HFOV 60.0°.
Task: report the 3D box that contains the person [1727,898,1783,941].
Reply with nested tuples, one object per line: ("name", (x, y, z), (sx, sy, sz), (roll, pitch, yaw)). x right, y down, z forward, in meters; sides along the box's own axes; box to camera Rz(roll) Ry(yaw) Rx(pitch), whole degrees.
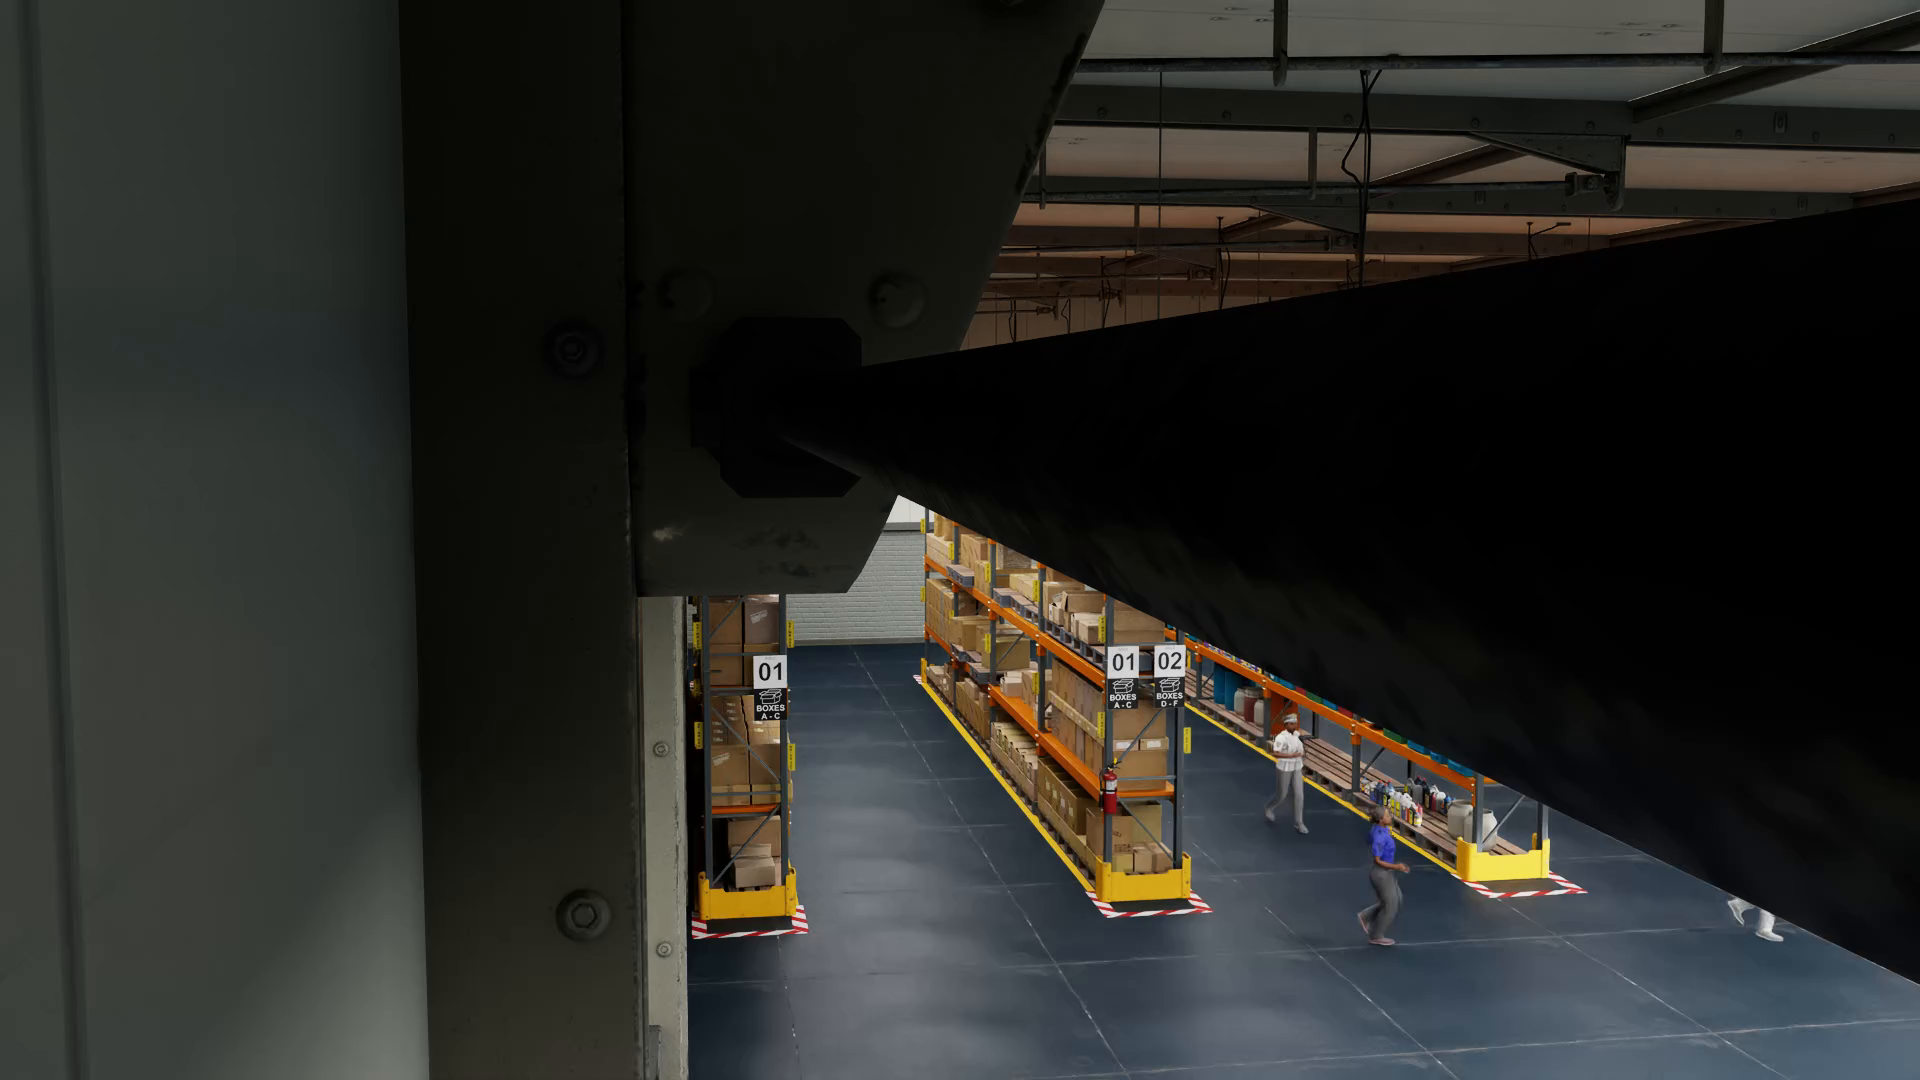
("person", (9.300, 3.822, 19.396), (0.612, 1.650, 0.602), (3, 6, 30))

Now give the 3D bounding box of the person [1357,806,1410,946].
("person", (4.859, 3.848, 19.078), (0.574, 1.607, 0.571), (1, 5, 13))

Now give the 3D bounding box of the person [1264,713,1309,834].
("person", (4.768, 3.338, 24.163), (0.609, 1.687, 0.906), (-3, 6, -27))
